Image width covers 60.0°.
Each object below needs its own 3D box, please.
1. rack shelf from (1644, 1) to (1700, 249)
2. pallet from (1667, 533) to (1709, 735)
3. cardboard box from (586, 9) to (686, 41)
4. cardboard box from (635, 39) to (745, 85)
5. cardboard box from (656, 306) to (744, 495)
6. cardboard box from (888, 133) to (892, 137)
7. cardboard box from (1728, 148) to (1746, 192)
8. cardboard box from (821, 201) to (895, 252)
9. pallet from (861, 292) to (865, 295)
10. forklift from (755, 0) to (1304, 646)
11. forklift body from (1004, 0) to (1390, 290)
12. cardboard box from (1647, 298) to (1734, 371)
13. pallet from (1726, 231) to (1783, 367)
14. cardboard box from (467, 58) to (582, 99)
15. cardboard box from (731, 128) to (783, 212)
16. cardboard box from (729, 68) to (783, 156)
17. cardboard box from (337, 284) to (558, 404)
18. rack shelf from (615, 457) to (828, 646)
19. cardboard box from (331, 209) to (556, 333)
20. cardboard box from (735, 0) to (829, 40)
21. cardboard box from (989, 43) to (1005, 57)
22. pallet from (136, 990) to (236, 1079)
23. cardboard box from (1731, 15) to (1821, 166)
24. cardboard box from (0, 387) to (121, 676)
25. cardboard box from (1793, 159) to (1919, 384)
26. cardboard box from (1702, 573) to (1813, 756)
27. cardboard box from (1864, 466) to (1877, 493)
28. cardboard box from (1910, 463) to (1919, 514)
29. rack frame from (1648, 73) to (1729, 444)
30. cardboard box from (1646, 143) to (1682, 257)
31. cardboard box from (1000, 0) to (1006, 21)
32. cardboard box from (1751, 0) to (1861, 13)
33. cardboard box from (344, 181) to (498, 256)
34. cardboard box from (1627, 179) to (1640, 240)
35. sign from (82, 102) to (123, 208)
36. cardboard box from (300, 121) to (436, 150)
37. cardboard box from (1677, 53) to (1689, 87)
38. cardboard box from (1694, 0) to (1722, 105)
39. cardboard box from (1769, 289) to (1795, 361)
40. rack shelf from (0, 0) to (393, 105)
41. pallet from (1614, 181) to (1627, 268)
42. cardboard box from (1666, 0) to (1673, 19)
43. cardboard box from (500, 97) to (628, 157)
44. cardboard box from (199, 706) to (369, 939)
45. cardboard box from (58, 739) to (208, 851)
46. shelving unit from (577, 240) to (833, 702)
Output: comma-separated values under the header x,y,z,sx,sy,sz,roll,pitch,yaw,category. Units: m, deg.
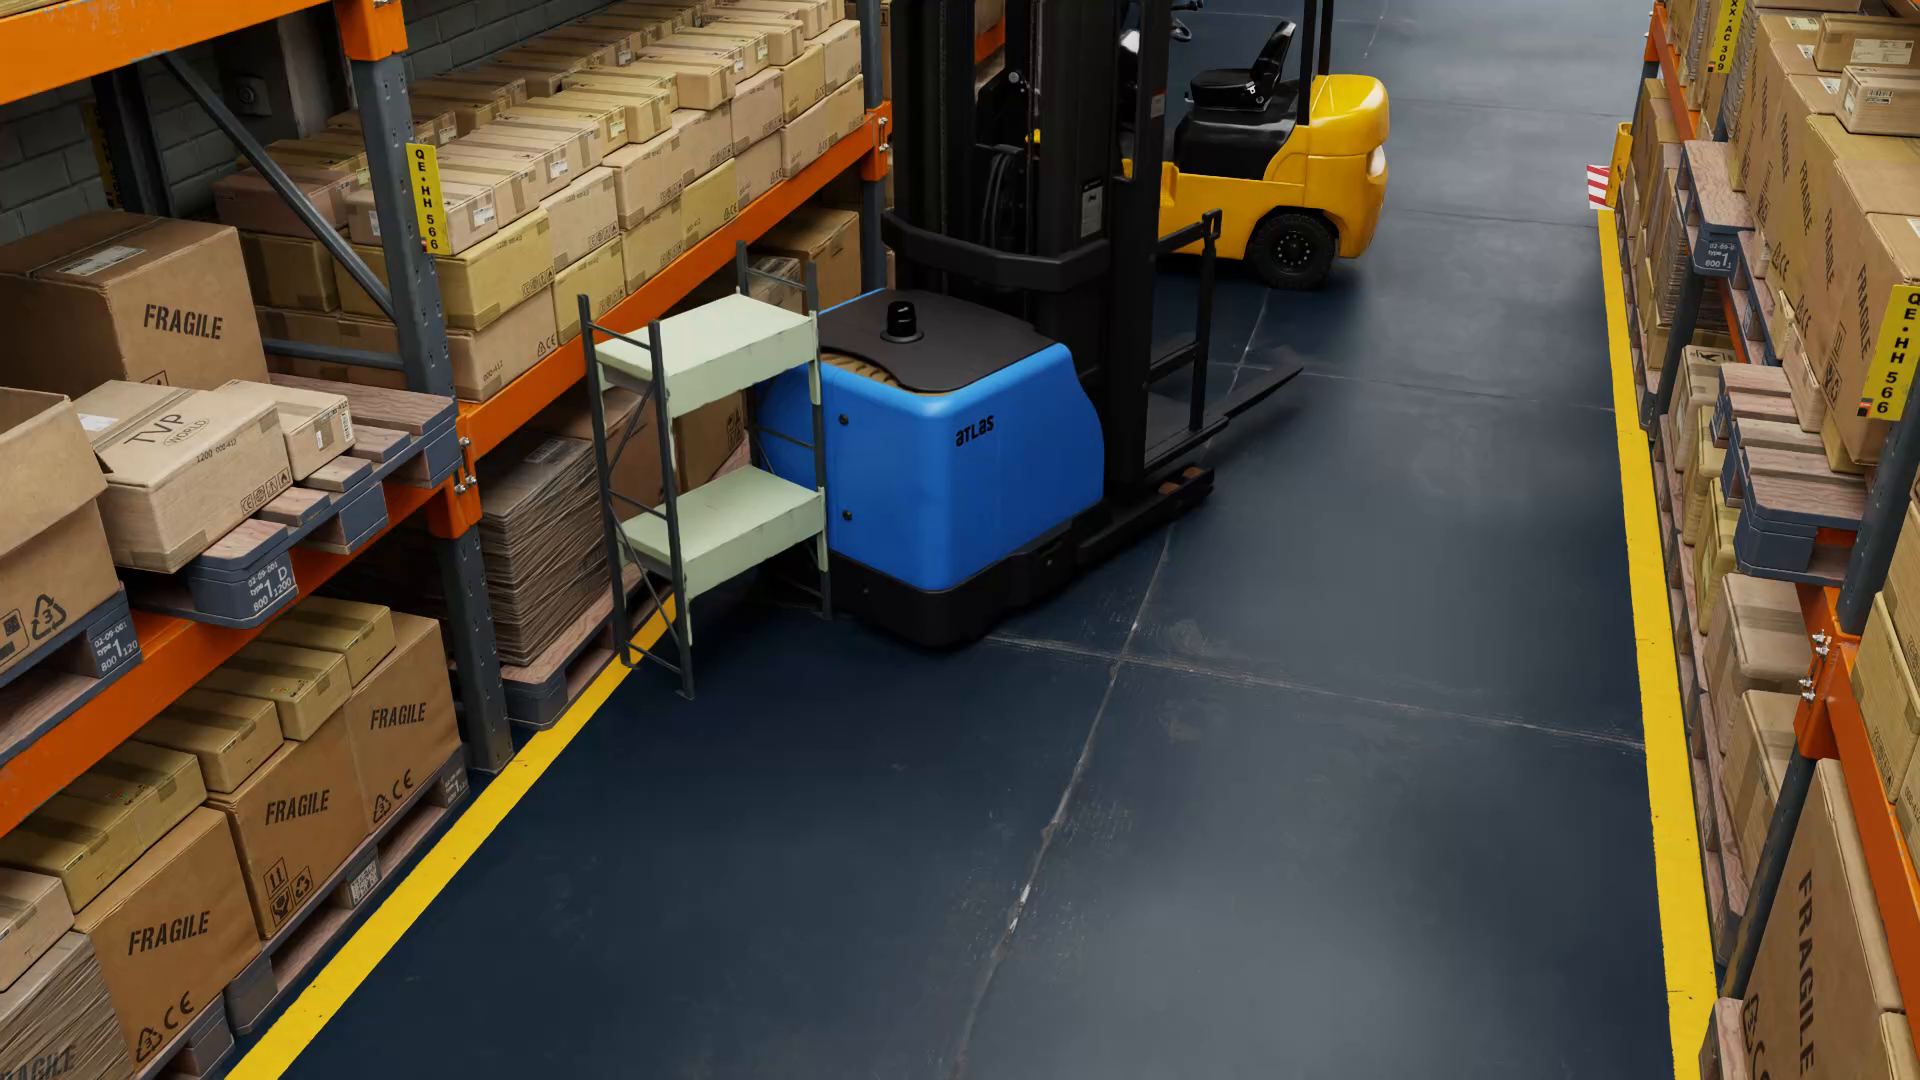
x,y,z,sx,sy,sz,roll,pitch,yaw,category
4.440,-2.356,9.140,1.077,0.370,4.000,8,30,15,rack shelf
3.269,0.408,6.299,1.003,0.211,1.213,8,30,15,pallet
-1.460,-2.287,7.506,0.380,0.149,0.250,8,30,14,cardboard box
-1.128,-1.987,6.965,0.380,0.149,0.250,9,30,15,cardboard box
-1.490,-0.640,7.326,0.875,0.625,0.625,7,30,13,cardboard box
-0.292,-2.283,9.636,0.500,0.250,0.500,9,30,15,cardboard box
3.307,-1.488,6.667,0.380,0.149,0.250,9,30,16,cardboard box
-0.456,-1.829,9.334,0.500,0.250,0.500,8,30,15,cardboard box
-0.620,-1.593,9.896,1.003,0.211,1.213,8,30,15,pallet
0.500,-1.514,6.957,1.130,2.935,3.031,23,36,35,forklift
1.468,-2.794,10.060,2.313,2.155,1.214,8,30,15,forklift body
3.769,-1.036,8.424,0.500,0.250,0.500,10,31,17,cardboard box
3.221,-0.724,5.664,1.003,0.211,1.213,8,30,15,pallet
-1.733,-1.812,6.652,0.380,0.149,0.250,9,30,16,cardboard box
-1.108,-1.650,7.285,0.500,0.250,0.500,9,30,15,cardboard box
-1.093,-1.859,7.147,0.500,0.250,0.500,9,30,16,cardboard box
-1.704,-0.695,5.568,0.500,0.250,0.500,9,30,15,cardboard box
-0.908,0.028,6.326,0.431,0.370,0.720,22,36,34,rack shelf
-1.680,-0.910,5.440,0.500,0.250,0.500,8,30,15,cardboard box
-0.840,-2.462,7.820,0.380,0.149,0.250,8,30,14,cardboard box
0.300,-3.229,11.337,0.500,0.250,0.500,9,30,16,cardboard box
-2.683,1.536,4.271,1.003,0.211,1.213,8,30,15,pallet
3.295,-1.689,6.359,0.500,0.500,0.500,9,30,15,cardboard box
-2.370,-0.033,3.685,0.797,0.503,0.637,8,30,14,cardboard box
2.688,-0.732,4.640,0.500,0.500,0.500,8,30,14,cardboard box
3.063,0.477,5.578,0.950,0.372,0.625,8,30,14,cardboard box
2.550,-0.142,4.246,0.380,0.149,0.250,10,31,17,cardboard box
2.300,-0.169,3.336,0.500,0.500,0.500,8,30,13,cardboard box
3.853,-1.741,7.295,1.000,3.000,0.127,8,30,15,rack frame
4.066,-1.838,9.094,0.500,0.500,0.500,10,31,18,cardboard box
0.076,-3.606,10.544,0.500,0.500,0.500,8,30,14,cardboard box
3.377,-2.214,6.636,0.380,0.149,0.250,8,30,15,cardboard box
-1.692,-1.022,5.232,0.380,0.149,0.250,9,30,16,cardboard box
4.369,-2.011,10.175,0.500,0.250,0.500,10,30,17,cardboard box
-2.599,-1.173,5.081,0.100,0.325,0.005,8,30,15,sign
-2.061,-1.345,5.813,0.380,0.149,0.250,8,30,15,cardboard box
4.095,-2.536,8.982,0.380,0.149,0.250,9,30,15,cardboard box
3.890,-2.397,8.065,0.500,0.500,0.500,10,30,17,cardboard box
2.740,-0.646,5.152,0.380,0.149,0.250,9,30,16,cardboard box
-2.654,-0.656,2.998,1.077,0.370,4.000,8,30,15,rack shelf
4.732,-1.974,10.581,1.003,0.211,1.213,8,30,15,pallet
4.474,-3.352,9.781,0.500,0.500,0.500,9,30,16,cardboard box
-1.454,-1.514,6.116,0.380,0.149,0.250,9,30,15,cardboard box
-2.143,0.778,4.905,0.500,0.500,0.500,8,30,14,cardboard box
-2.261,0.666,4.440,0.380,0.149,0.250,9,30,16,cardboard box
-0.908,-0.257,6.168,0.431,1.500,0.755,22,36,34,shelving unit
